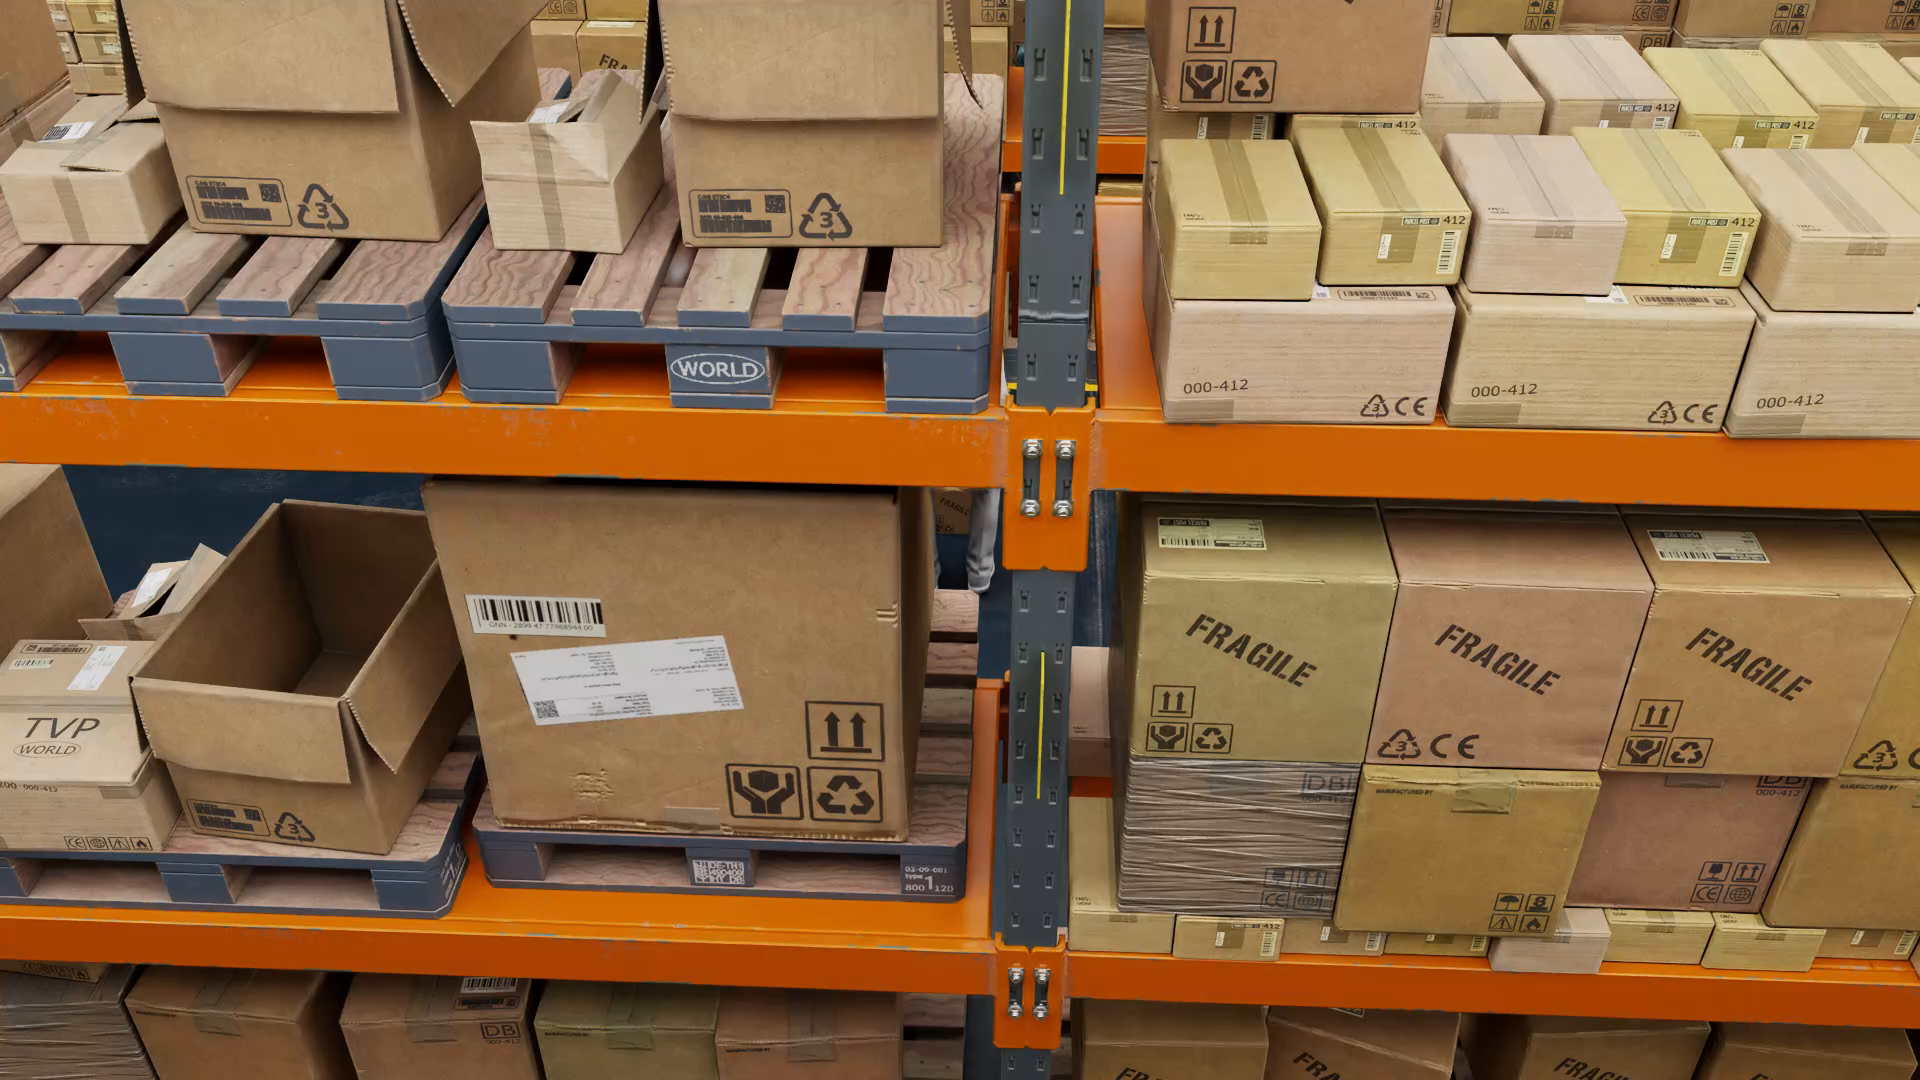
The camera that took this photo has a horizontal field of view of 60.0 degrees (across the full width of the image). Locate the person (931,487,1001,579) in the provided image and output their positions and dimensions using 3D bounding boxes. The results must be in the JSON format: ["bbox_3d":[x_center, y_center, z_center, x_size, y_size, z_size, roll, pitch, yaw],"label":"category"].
[{"bbox_3d":[-0.046,-0.457,6.948,0.445,1.333,0.675,2,36,2],"label":"person"}]
